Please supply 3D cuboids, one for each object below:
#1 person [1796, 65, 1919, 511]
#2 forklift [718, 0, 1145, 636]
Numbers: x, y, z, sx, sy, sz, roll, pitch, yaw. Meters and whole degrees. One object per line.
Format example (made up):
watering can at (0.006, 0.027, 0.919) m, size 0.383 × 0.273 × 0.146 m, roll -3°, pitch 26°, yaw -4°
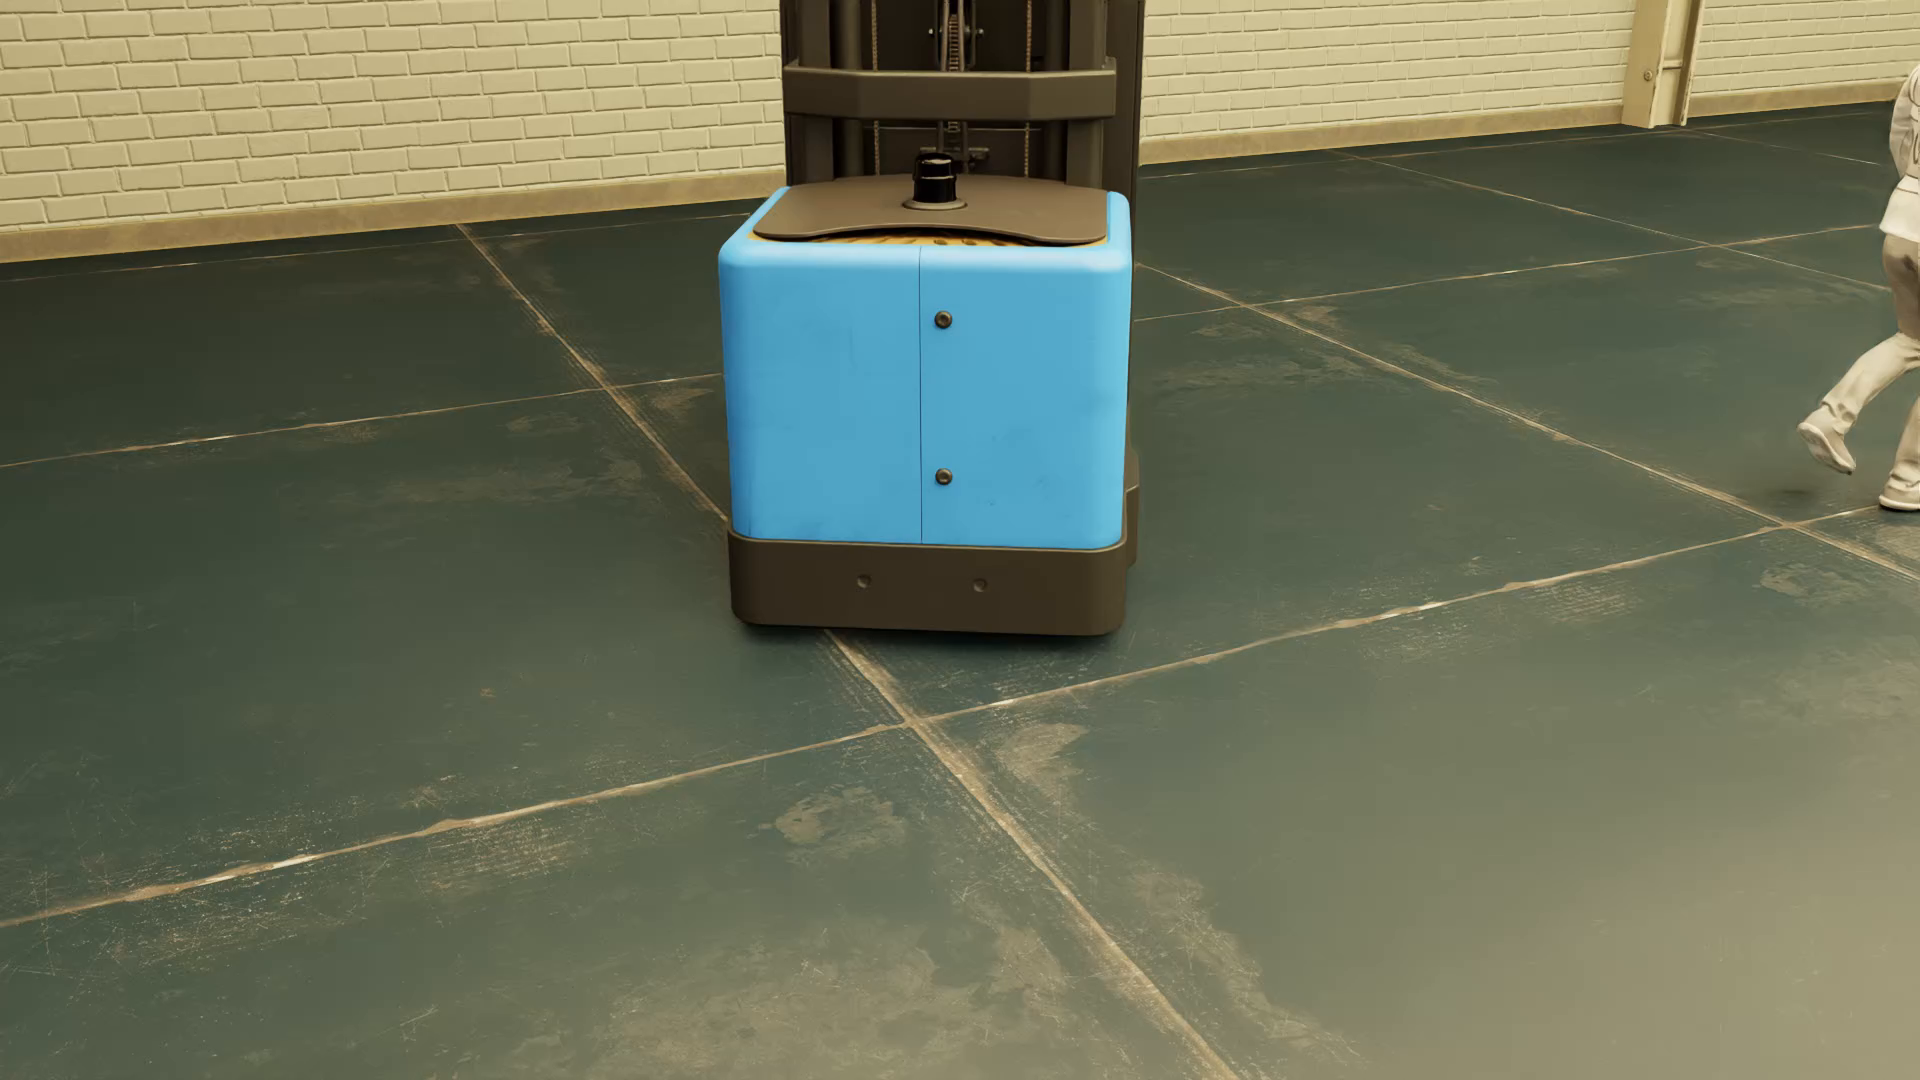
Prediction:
person at (2.994, -0.885, 5.098) m, size 0.508 × 1.649 × 0.694 m, roll -4°, pitch 23°, yaw -8°
forklift at (0.027, -1.629, 5.207) m, size 1.130 × 2.935 × 3.031 m, roll 2°, pitch 23°, yaw 4°
